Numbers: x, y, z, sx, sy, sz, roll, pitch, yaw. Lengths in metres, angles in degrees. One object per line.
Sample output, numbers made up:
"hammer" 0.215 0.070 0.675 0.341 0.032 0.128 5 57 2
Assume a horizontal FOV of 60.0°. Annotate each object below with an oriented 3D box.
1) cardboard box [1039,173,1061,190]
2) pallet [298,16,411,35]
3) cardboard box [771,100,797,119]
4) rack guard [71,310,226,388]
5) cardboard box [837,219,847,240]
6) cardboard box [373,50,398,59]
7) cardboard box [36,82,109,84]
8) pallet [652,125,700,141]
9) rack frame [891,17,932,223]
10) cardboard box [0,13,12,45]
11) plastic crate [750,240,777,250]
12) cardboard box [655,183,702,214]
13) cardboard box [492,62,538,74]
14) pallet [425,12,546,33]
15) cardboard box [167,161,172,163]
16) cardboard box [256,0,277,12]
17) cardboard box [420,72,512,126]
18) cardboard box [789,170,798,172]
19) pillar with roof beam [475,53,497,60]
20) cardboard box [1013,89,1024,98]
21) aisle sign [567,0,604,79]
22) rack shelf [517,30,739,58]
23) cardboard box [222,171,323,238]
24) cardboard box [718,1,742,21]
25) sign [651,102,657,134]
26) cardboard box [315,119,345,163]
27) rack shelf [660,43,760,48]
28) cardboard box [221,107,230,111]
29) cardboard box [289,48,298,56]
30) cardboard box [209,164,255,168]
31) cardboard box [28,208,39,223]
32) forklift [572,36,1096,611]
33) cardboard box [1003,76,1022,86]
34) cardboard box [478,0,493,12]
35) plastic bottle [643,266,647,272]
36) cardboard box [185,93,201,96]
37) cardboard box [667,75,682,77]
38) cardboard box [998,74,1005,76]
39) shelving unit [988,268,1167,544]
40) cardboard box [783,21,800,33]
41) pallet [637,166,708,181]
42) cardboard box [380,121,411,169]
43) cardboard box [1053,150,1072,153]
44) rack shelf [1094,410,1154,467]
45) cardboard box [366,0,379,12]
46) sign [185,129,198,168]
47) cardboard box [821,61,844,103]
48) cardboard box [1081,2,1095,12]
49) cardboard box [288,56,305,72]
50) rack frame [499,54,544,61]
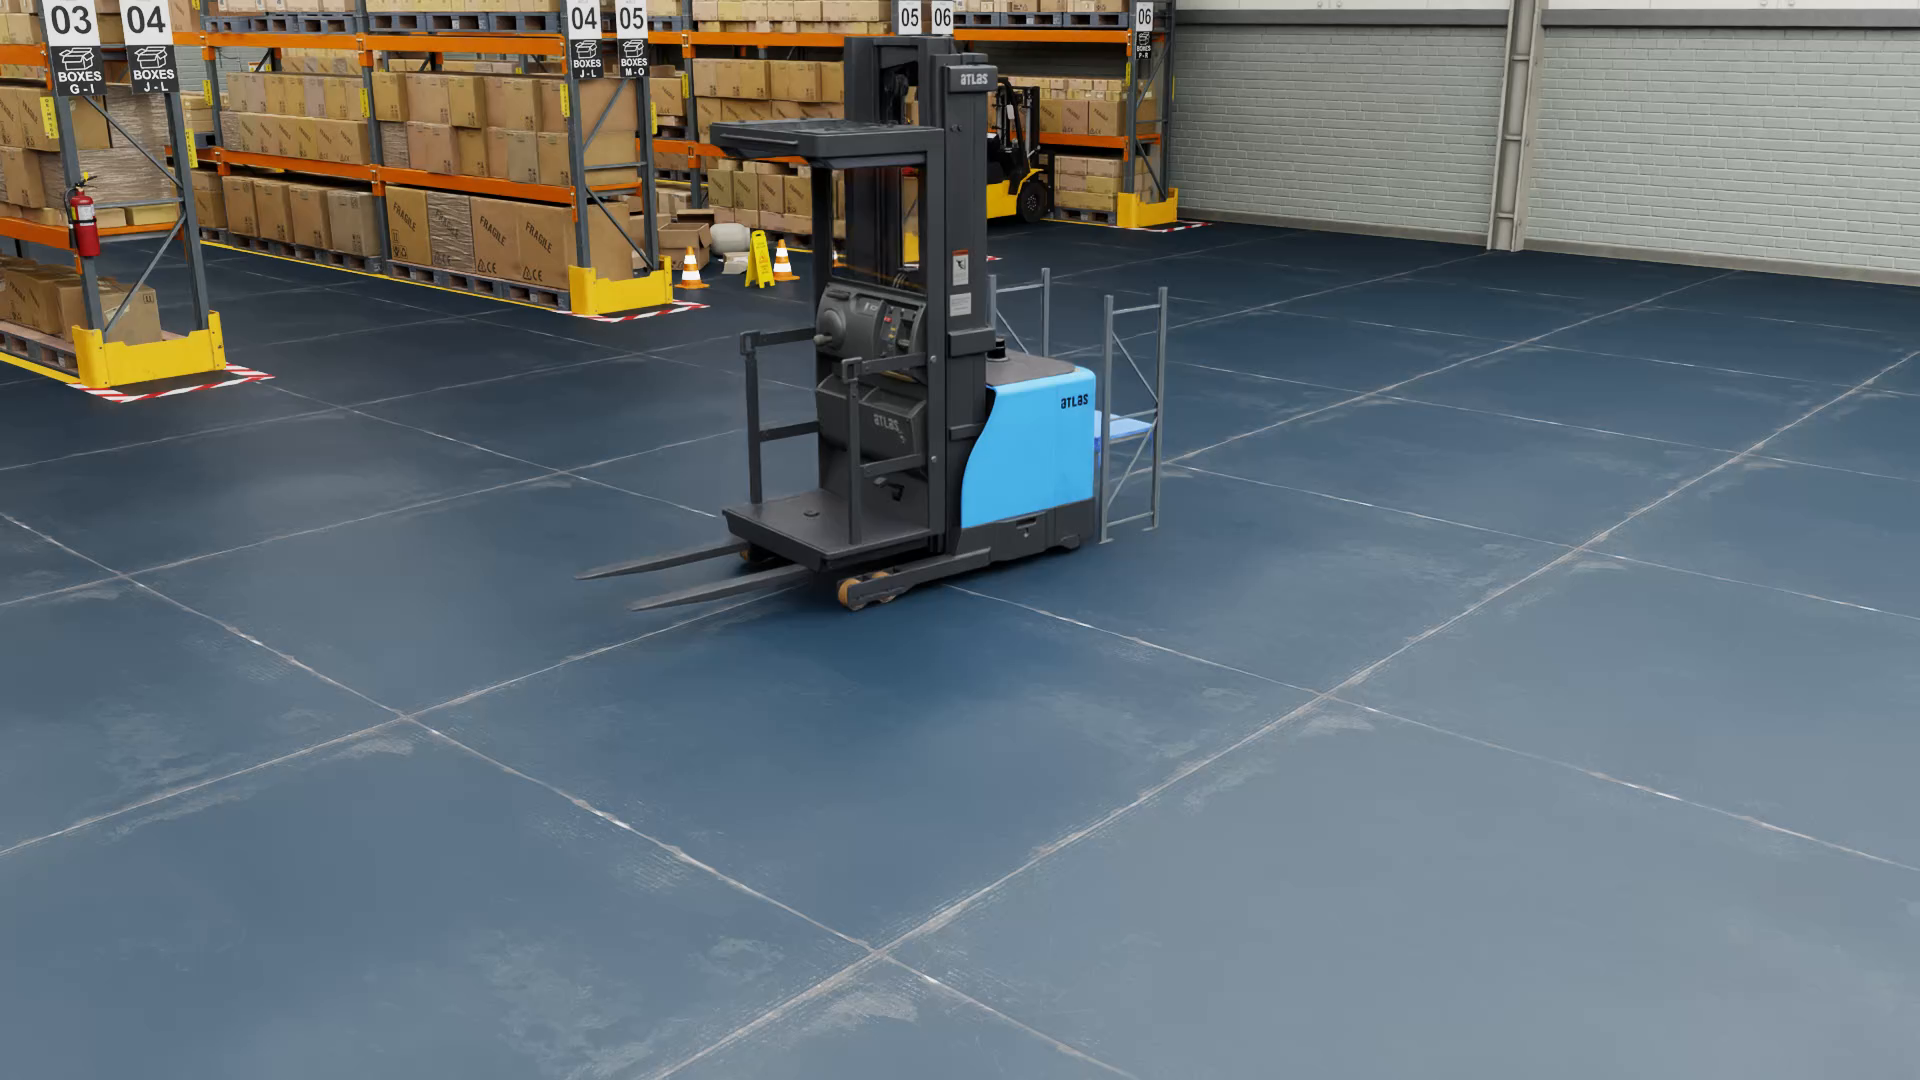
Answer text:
"cardboard box" 1.480 -5.588 25.786 0.500 0.250 0.500 14 23 38
"pallet" -7.392 -6.282 20.305 1.217 0.209 0.805 14 22 37
"cardboard box" -2.171 -5.653 22.307 0.500 0.500 0.500 15 23 40
"rack guard" -7.107 -1.689 14.608 0.348 0.500 1.175 15 23 39
"cardboard box" -1.273 -4.103 21.934 0.500 0.250 0.500 15 23 39
"cardboard box" -9.889 -8.340 28.542 0.250 0.149 0.380 14 23 38
"cardboard box" -8.025 -3.906 15.149 0.500 0.500 0.500 15 23 39
"pallet" -3.939 -6.006 24.394 1.213 0.211 1.003 15 23 39
"rack frame" -0.472 -5.108 21.247 0.127 3.000 1.000 15 23 39
"cardboard box" -7.955 -4.363 14.189 0.500 0.250 0.500 15 23 40
"plastic crate" -2.834 -4.018 22.641 0.583 0.080 0.402 7 19 21
"cardboard box" -4.398 -5.107 24.894 0.950 0.372 0.625 -17 24 -42
"cardboard box" -7.016 -7.283 26.282 0.500 0.500 0.500 14 23 38
"pallet" -5.161 -5.746 18.447 1.213 0.211 1.003 15 23 39
"cardboard box" -11.880 -5.428 24.456 0.500 0.250 0.500 16 24 41
"cardboard box" -8.512 -6.810 20.940 0.500 0.311 0.500 15 23 38
"cardboard box" -5.620 -5.051 19.036 0.550 0.550 0.875 15 23 39
"cardboard box" -2.079 -4.896 23.191 0.500 0.500 0.500 17 24 42
"pillar with roof beam" -13.423 -12.075 33.282 0.400 9.000 9.100 15 23 39
"cardboard box" 1.035 -6.953 25.823 0.250 0.149 0.380 14 23 38
"aisle sign" -3.828 -5.124 17.002 0.004 0.787 0.394 15 23 39
"rack shelf" -4.960 -7.399 24.698 4.000 0.370 1.077 15 23 39
"cardboard box" -9.270 -4.559 22.543 0.750 0.750 1.050 15 23 39
"cardboard box" -2.925 -7.159 22.508 0.500 0.250 0.500 15 23 39
"sign" -3.309 -4.542 17.903 0.005 0.325 0.100 15 23 39
"cardboard box" -7.620 -4.964 20.629 0.500 0.500 0.500 15 23 39
"rack shelf" -4.660 -9.326 30.769 4.000 0.370 1.077 15 23 39
"cardboard box" -10.098 -5.992 23.264 0.250 0.149 0.380 16 24 42
"cardboard box" -11.996 -8.905 30.322 0.250 0.149 0.380 16 24 41
"cardboard box" -10.400 -5.235 23.846 0.500 0.250 0.500 15 23 39
"cardboard box" -7.985 -2.899 14.702 0.250 0.149 0.380 15 23 39
"forklift" -0.659 -1.200 9.049 3.031 2.935 1.130 -14 22 -36
"cardboard box" 0.886 -7.161 25.988 0.250 0.149 0.380 15 23 39
"cardboard box" -4.917 -5.720 17.772 0.250 0.149 0.380 15 23 38
"plastic bottle" -3.818 -3.356 20.586 0.283 0.061 0.133 7 19 21
"cardboard box" -10.867 -6.338 23.861 0.250 0.149 0.380 16 24 41
"cardboard box" -4.360 -6.662 24.794 0.500 0.500 0.500 15 23 39
"cardboard box" 0.634 -7.427 26.827 0.250 0.149 0.380 15 23 39
"shelving unit" 0.703 -0.859 10.340 0.538 1.500 1.048 -15 23 -38
"cardboard box" -2.103 -6.724 21.797 0.250 0.149 0.380 15 23 39
"pallet" -5.522 -7.157 32.314 1.213 0.211 1.003 15 23 39
"cardboard box" -6.390 -4.771 19.937 0.550 0.550 0.875 15 23 39
"cardboard box" 1.464 -6.044 26.395 0.500 0.250 0.500 14 23 38
"rack shelf" 0.703 -0.688 10.394 0.538 0.185 1.000 -15 23 -38
"cardboard box" -6.627 -6.178 19.218 0.250 0.149 0.380 15 23 38
"sign" -6.690 -3.401 14.438 0.005 0.325 0.100 15 23 39
"cardboard box" -1.373 -5.930 21.528 0.500 0.500 0.700 15 23 40
"cardboard box" 1.999 -7.887 24.601 0.250 0.149 0.380 14 22 38
"cardboard box" -11.878 -8.581 30.374 0.500 0.500 0.500 14 23 38
"rack frame" -9.147 -9.444 34.910 0.127 3.000 1.000 15 23 39
